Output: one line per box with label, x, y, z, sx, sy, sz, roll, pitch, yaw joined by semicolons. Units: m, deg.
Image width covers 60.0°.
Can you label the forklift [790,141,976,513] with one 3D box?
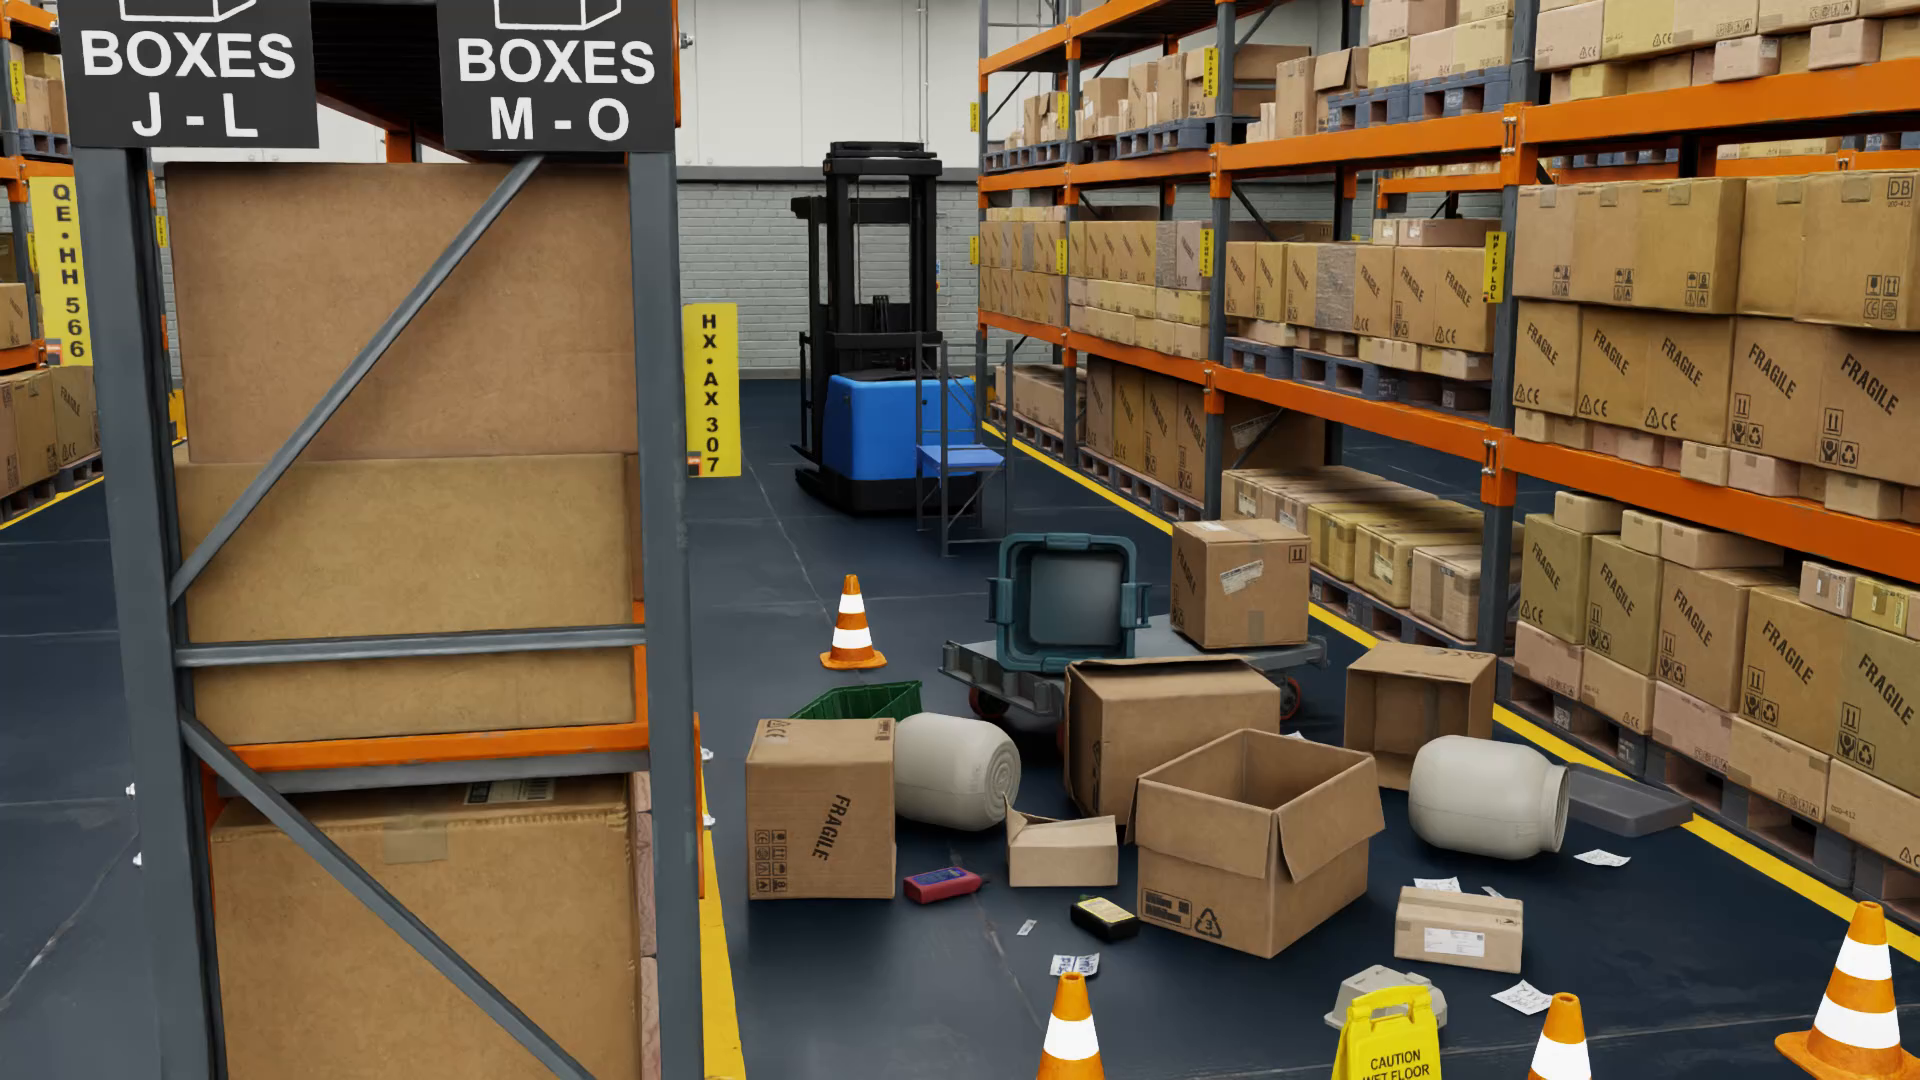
forklift;-0.812;-1.891;14.293;1.130;2.935;3.031;-4;11;-18

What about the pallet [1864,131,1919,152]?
pallet;7.357;-2.904;11.913;1.213;0.211;1.003;-2;11;-8

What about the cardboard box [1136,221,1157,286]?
cardboard box;1.714;-2.274;13.179;0.500;0.500;0.500;-2;11;-11

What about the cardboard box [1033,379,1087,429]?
cardboard box;1.300;-1.427;17.403;0.875;0.438;0.875;-2;11;-13

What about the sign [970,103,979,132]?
sign;0.168;-4.853;19.100;0.100;0.325;0.005;-2;11;-11

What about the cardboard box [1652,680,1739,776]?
cardboard box;3.118;0.728;6.581;0.500;0.250;0.500;-2;11;-12

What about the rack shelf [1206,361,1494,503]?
rack shelf;2.658;-0.743;10.001;1.077;0.370;4.000;-2;11;-11

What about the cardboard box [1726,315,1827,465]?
cardboard box;3.183;-0.558;6.043;0.500;0.500;0.500;-2;11;-10

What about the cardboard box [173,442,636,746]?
cardboard box;-1.127;0.063;3.444;0.875;0.550;0.550;-2;11;-11

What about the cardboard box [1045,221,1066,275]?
cardboard box;1.129;-2.813;16.014;0.500;0.500;0.500;-2;11;-11

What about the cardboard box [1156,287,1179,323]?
cardboard box;1.823;-1.808;12.739;0.500;0.250;0.500;-2;11;-12

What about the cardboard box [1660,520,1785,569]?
cardboard box;3.020;0.015;6.587;0.380;0.149;0.250;-1;11;-8

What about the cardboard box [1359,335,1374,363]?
cardboard box;2.492;-1.084;9.419;0.380;0.149;0.250;-2;11;-11

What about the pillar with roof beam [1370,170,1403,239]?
pillar with roof beam;1.718;-6.429;21.908;9.100;9.000;0.400;-2;11;-11

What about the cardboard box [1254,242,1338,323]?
cardboard box;2.238;-1.678;10.806;0.500;0.500;0.500;-2;11;-8

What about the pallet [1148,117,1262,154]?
pallet;2.092;-2.960;12.208;1.213;0.211;1.003;-2;11;-8

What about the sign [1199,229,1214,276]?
sign;1.726;-2.011;11.643;0.100;0.325;0.005;-2;11;-11

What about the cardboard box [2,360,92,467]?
cardboard box;-8.279;-1.123;14.632;0.875;0.875;0.875;-2;11;-11

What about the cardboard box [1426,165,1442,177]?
cardboard box;5.531;-4.203;18.904;0.380;0.149;0.250;-2;11;-11

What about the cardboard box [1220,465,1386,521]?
cardboard box;2.369;-0.274;11.521;0.950;0.372;0.625;-3;11;-15

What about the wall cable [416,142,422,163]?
wall cable;-6.726;-8.260;22.922;2.277;5.999;0.120;-2;11;-11

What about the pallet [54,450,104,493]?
pallet;-8.301;-0.609;14.830;1.003;0.211;1.213;-2;11;-11

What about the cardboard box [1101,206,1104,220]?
cardboard box;1.174;-3.153;16.062;0.380;0.149;0.250;-2;11;-10

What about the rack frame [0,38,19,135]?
rack frame;-8.229;-4.783;13.261;1.000;3.000;0.127;-2;11;-11

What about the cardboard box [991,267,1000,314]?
cardboard box;0.651;-2.789;18.561;0.500;0.500;0.500;-2;11;-12

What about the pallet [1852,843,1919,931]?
pallet;3.687;1.210;5.275;1.003;0.211;1.213;-2;11;-11

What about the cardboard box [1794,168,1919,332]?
cardboard box;3.221;-0.951;5.433;0.700;0.500;0.500;-2;11;-12

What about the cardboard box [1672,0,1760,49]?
cardboard box;3.058;-1.998;6.255;0.500;0.250;0.500;-2;11;-10

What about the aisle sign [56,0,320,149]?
aisle sign;-1.291;-1.050;2.740;0.394;0.787;0.004;-2;11;-11

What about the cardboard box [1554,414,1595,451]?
cardboard box;2.894;-0.492;7.431;0.380;0.149;0.250;-2;11;-9

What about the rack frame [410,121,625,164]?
rack frame;-1.789;-0.531;6.963;1.000;3.000;0.127;-2;11;-11

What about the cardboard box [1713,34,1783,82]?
cardboard box;3.032;-1.774;6.143;0.380;0.149;0.250;-2;11;-12

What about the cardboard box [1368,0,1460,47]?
cardboard box;2.590;-2.869;9.167;0.500;0.250;0.500;-2;11;-10

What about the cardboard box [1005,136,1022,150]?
cardboard box;0.699;-4.328;18.171;0.380;0.149;0.250;-2;11;-9

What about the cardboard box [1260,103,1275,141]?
cardboard box;2.213;-2.760;11.011;0.396;0.266;0.258;-2;11;-11

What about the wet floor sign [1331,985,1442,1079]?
wet floor sign;0.937;1.293;3.679;0.267;0.644;0.232;-4;12;-21

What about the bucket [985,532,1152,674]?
bucket;0.499;0.272;7.436;0.726;0.611;0.620;2;1;9

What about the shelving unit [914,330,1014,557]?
shelving unit;0.017;-0.721;11.974;0.538;1.500;1.048;-2;11;-11

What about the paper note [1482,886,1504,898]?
paper note;1.847;1.222;5.748;0.032;0.001;0.123;-2;11;-11

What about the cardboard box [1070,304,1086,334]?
cardboard box;1.318;-2.033;15.255;0.500;0.250;0.500;-2;11;-12

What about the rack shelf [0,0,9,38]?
rack shelf;-7.840;-3.867;11.438;1.077;0.370;4.000;-2;11;-11

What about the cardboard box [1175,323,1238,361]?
cardboard box;1.916;-1.473;12.312;0.500;0.250;0.500;-3;11;-13

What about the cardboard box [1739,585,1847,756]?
cardboard box;3.218;0.454;6.012;0.500;0.500;0.500;-2;11;-12

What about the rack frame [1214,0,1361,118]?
rack frame;2.269;-4.410;11.300;1.000;3.000;0.127;-2;11;-11

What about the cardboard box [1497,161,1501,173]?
cardboard box;5.868;-3.923;17.435;0.380;0.149;0.250;-2;11;-11

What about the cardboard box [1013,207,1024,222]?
cardboard box;0.771;-3.428;17.509;0.380;0.149;0.250;-2;11;-12

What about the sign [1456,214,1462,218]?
sign;6.130;-3.852;20.470;0.100;0.325;0.005;-2;11;-11

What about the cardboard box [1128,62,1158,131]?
cardboard box;1.642;-3.505;13.174;0.500;0.500;0.500;-2;11;-10

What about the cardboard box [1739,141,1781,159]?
cardboard box;6.701;-3.222;13.479;0.500;0.250;0.500;-2;11;-11

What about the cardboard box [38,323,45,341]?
cardboard box;-7.961;-1.779;14.194;0.380;0.149;0.250;-2;11;-11

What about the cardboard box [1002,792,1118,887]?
cardboard box;0.352;1.061;5.914;0.396;0.266;0.258;0;11;-1

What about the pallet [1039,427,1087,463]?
pallet;1.420;-0.969;16.723;1.003;0.211;1.213;-2;11;-11

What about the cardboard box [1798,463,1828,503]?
cardboard box;3.265;-0.214;5.971;0.380;0.149;0.250;-2;11;-11

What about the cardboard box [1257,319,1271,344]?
cardboard box;2.180;-1.375;10.945;0.380;0.149;0.250;-3;11;-15

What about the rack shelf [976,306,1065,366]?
rack shelf;1.102;-2.210;17.710;1.077;0.370;4.000;-2;11;-11

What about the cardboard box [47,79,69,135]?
cardboard box;-8.503;-3.956;15.276;0.700;0.500;0.500;-2;11;-9

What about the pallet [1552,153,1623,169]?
pallet;6.418;-3.637;15.762;1.213;0.211;1.003;-2;11;-11

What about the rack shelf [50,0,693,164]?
rack shelf;-1.400;-1.284;4.823;1.077;0.370;4.000;-2;11;-11

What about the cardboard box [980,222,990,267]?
cardboard box;0.527;-3.372;18.950;0.500;0.500;0.500;-2;11;-12
